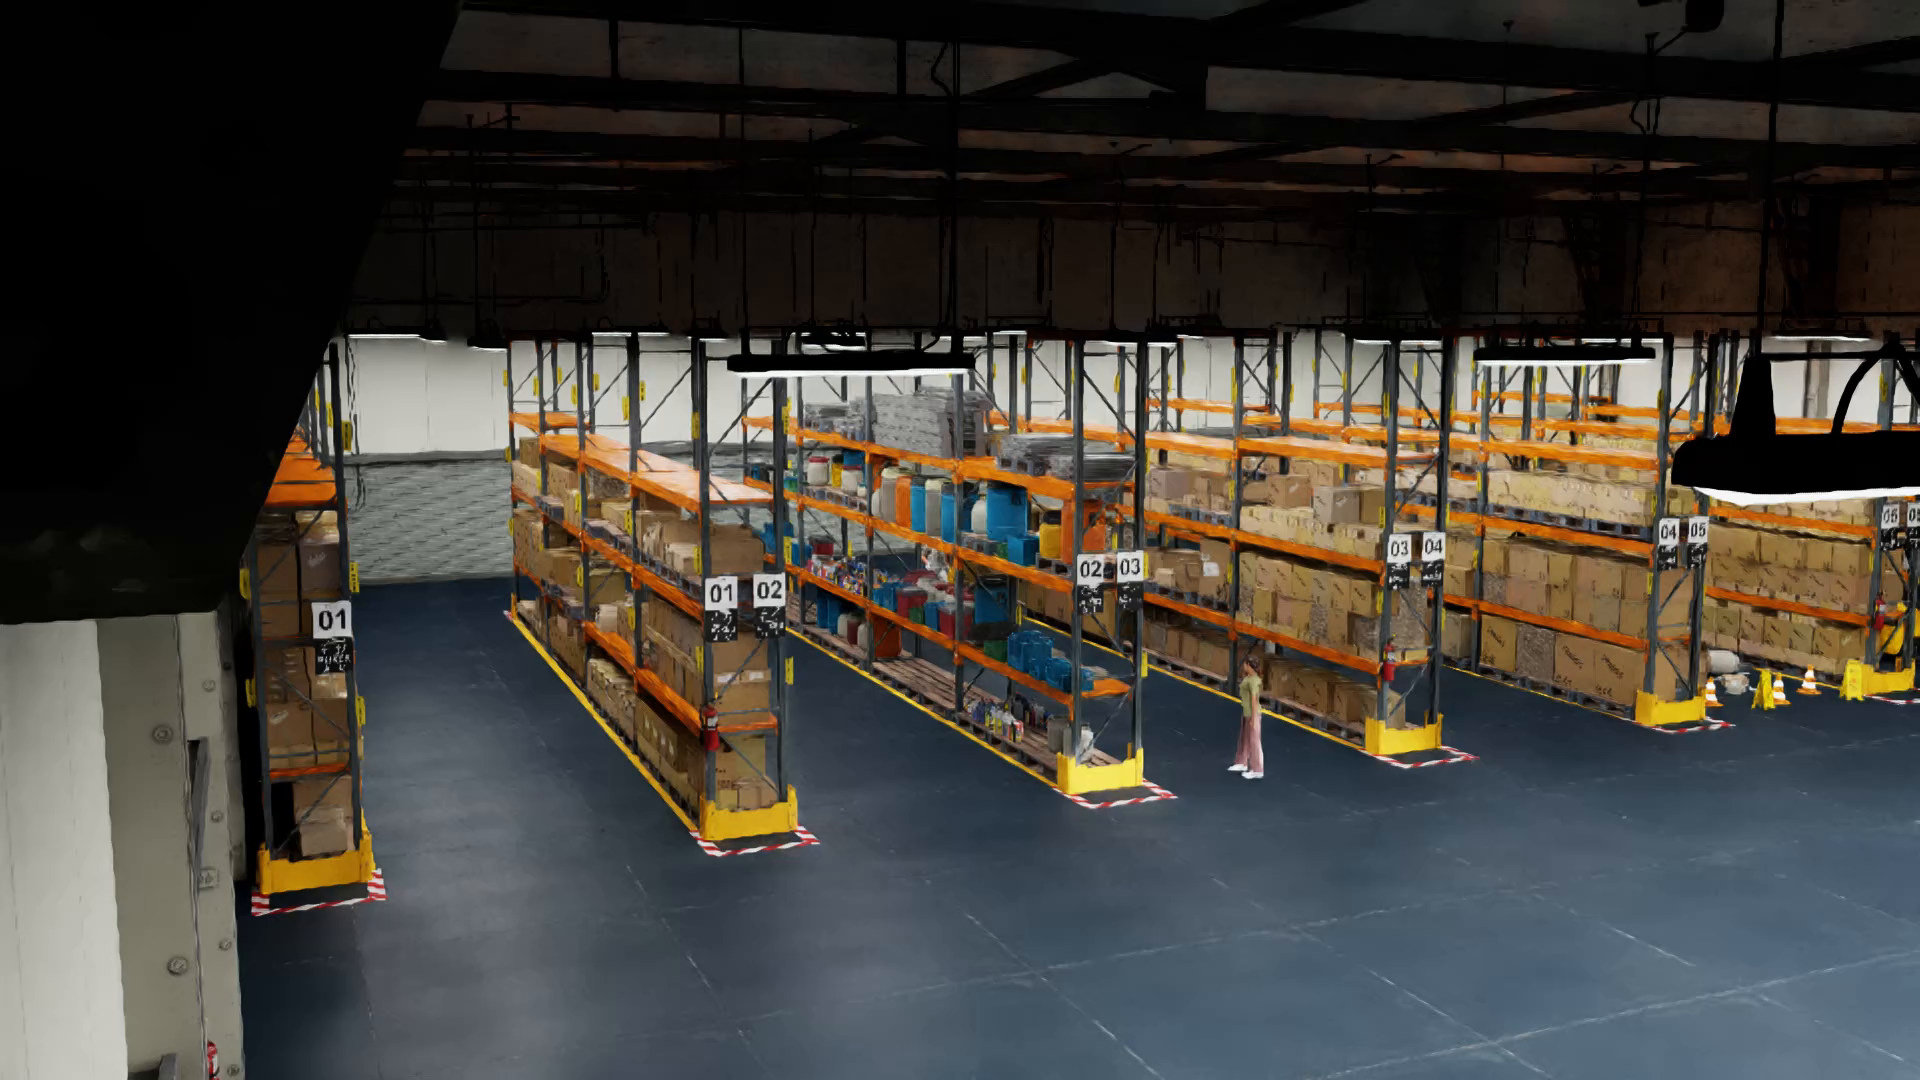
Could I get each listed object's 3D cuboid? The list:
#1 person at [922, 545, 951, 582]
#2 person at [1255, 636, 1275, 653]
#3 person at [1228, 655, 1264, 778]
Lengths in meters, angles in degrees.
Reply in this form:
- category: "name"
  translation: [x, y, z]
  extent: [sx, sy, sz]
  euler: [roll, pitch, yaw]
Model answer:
- category: "person"
  translation: [-0.479, 0.631, 35.622]
  extent: [0.714, 1.744, 0.720]
  euler: [-3, 8, -19]
- category: "person"
  translation: [5.570, 1.352, 30.020]
  extent: [0.661, 1.789, 0.515]
  euler: [6, 10, 37]
- category: "person"
  translation: [3.939, 2.459, 22.822]
  extent: [0.484, 1.548, 0.497]
  euler: [1, 8, 10]
